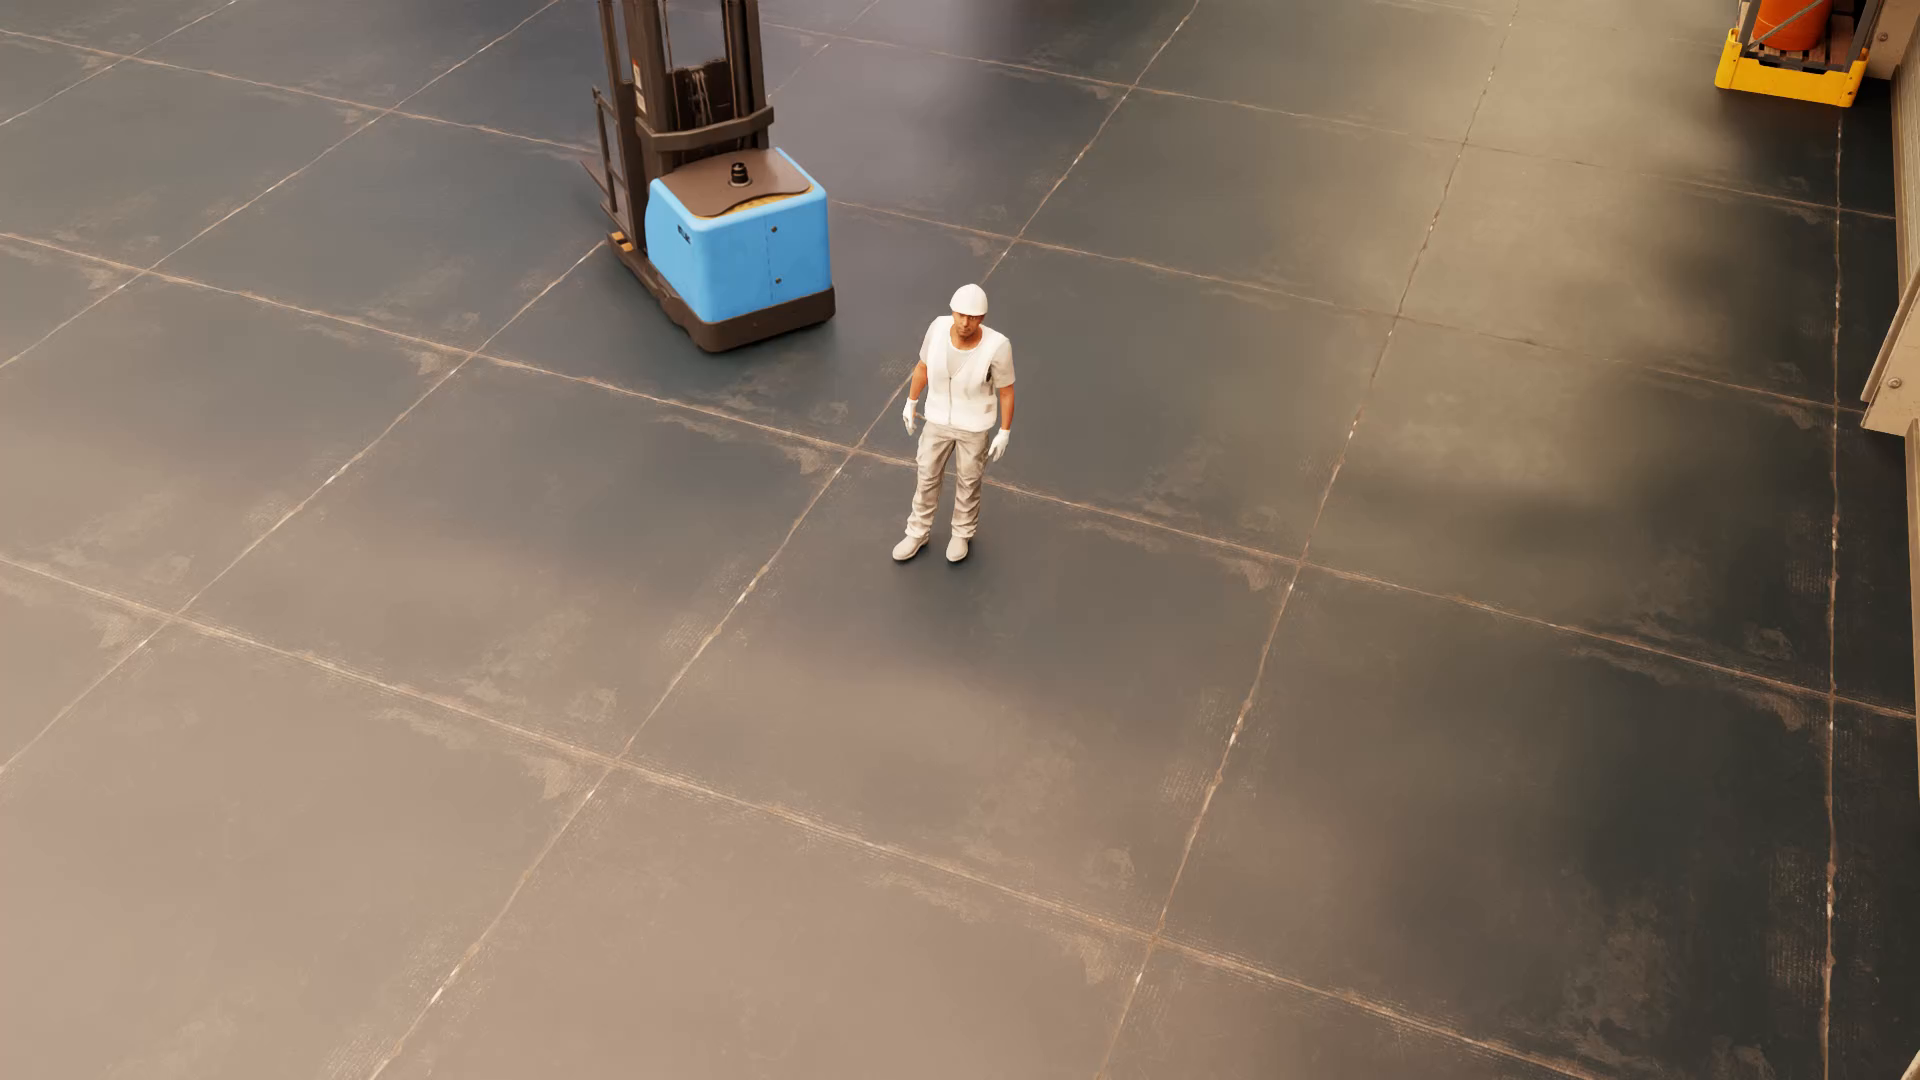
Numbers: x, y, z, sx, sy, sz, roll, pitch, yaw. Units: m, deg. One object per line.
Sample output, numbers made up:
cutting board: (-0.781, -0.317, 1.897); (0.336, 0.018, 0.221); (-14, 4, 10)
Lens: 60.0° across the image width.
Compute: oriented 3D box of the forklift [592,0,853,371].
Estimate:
forklift: (-1.948, -3.228, 11.863); (1.130, 2.935, 3.031); (-20, 44, -23)

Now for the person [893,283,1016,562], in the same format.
person: (-0.035, -0.648, 9.663); (0.655, 1.785, 0.574); (15, 42, 17)
